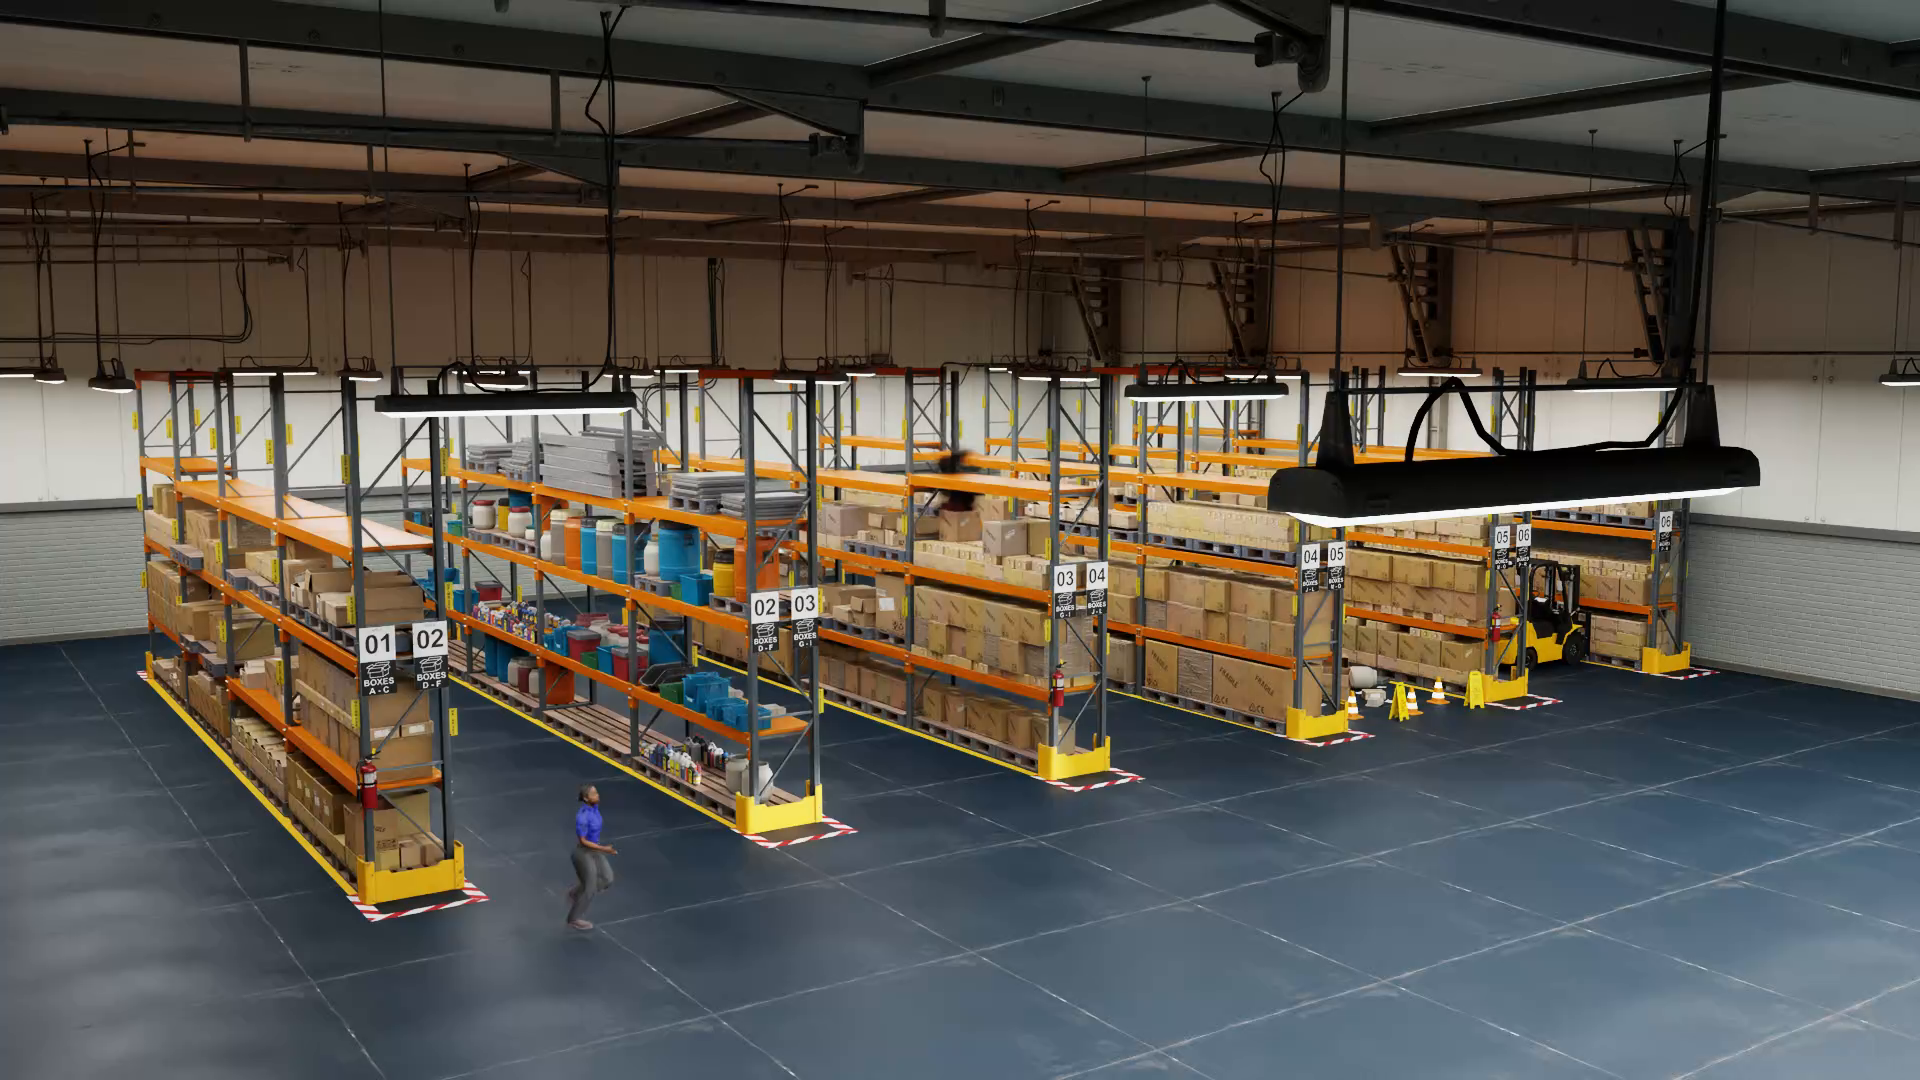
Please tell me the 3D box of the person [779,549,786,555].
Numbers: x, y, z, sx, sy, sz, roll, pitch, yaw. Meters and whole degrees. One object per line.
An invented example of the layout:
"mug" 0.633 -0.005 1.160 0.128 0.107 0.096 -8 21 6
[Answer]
"person" -4.451 1.028 39.824 0.797 1.633 0.562 -1 6 -6

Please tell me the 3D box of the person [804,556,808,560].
"person" -3.474 1.173 38.306 0.550 1.665 0.614 -4 8 -33

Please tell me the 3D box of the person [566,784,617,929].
"person" -4.057 3.473 18.352 0.598 1.613 0.602 1 6 5

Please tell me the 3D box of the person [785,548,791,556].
"person" -4.255 0.901 40.704 0.671 1.667 0.923 3 7 25
